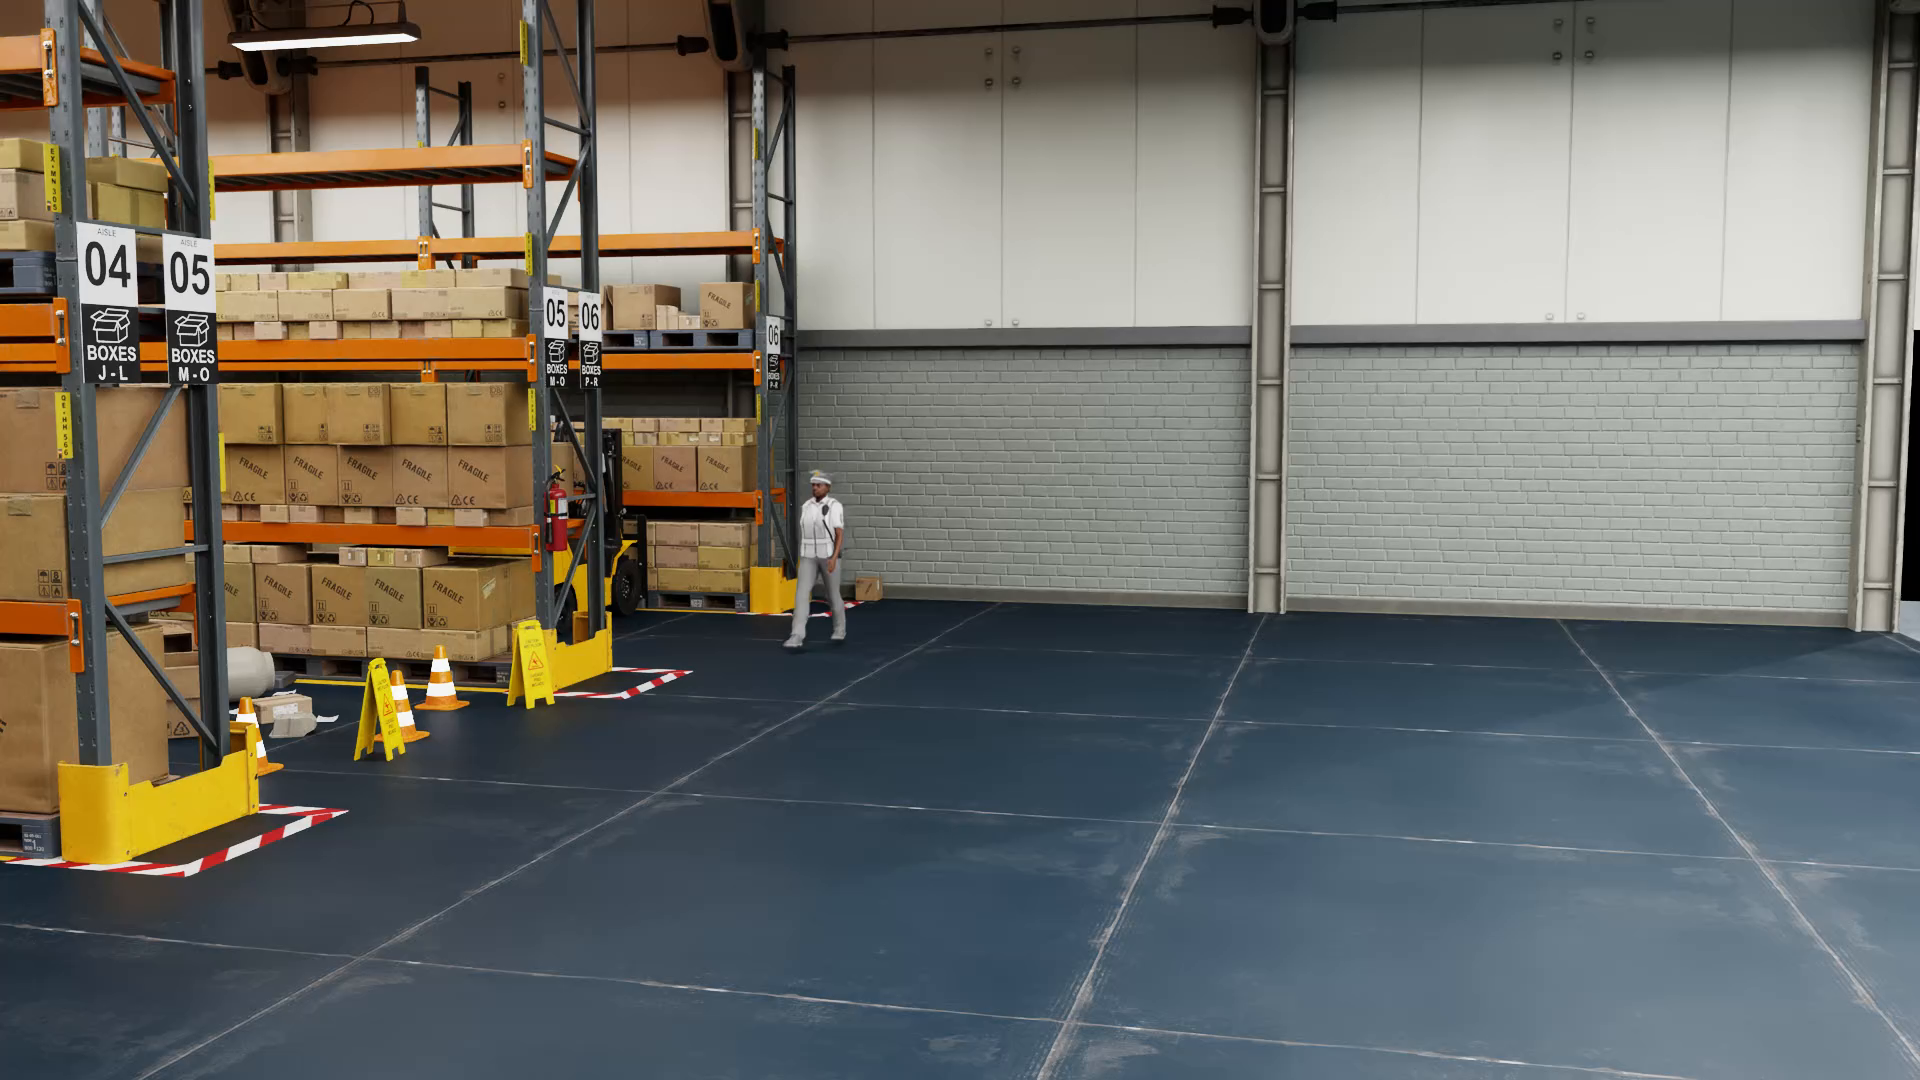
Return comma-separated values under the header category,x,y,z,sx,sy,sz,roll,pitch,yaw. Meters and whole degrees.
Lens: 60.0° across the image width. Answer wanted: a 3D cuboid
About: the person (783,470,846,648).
category,x,y,z,sx,sy,sz,roll,pitch,yaw
person,-1.307,0.162,15.426,0.459,1.631,0.978,1,5,16
